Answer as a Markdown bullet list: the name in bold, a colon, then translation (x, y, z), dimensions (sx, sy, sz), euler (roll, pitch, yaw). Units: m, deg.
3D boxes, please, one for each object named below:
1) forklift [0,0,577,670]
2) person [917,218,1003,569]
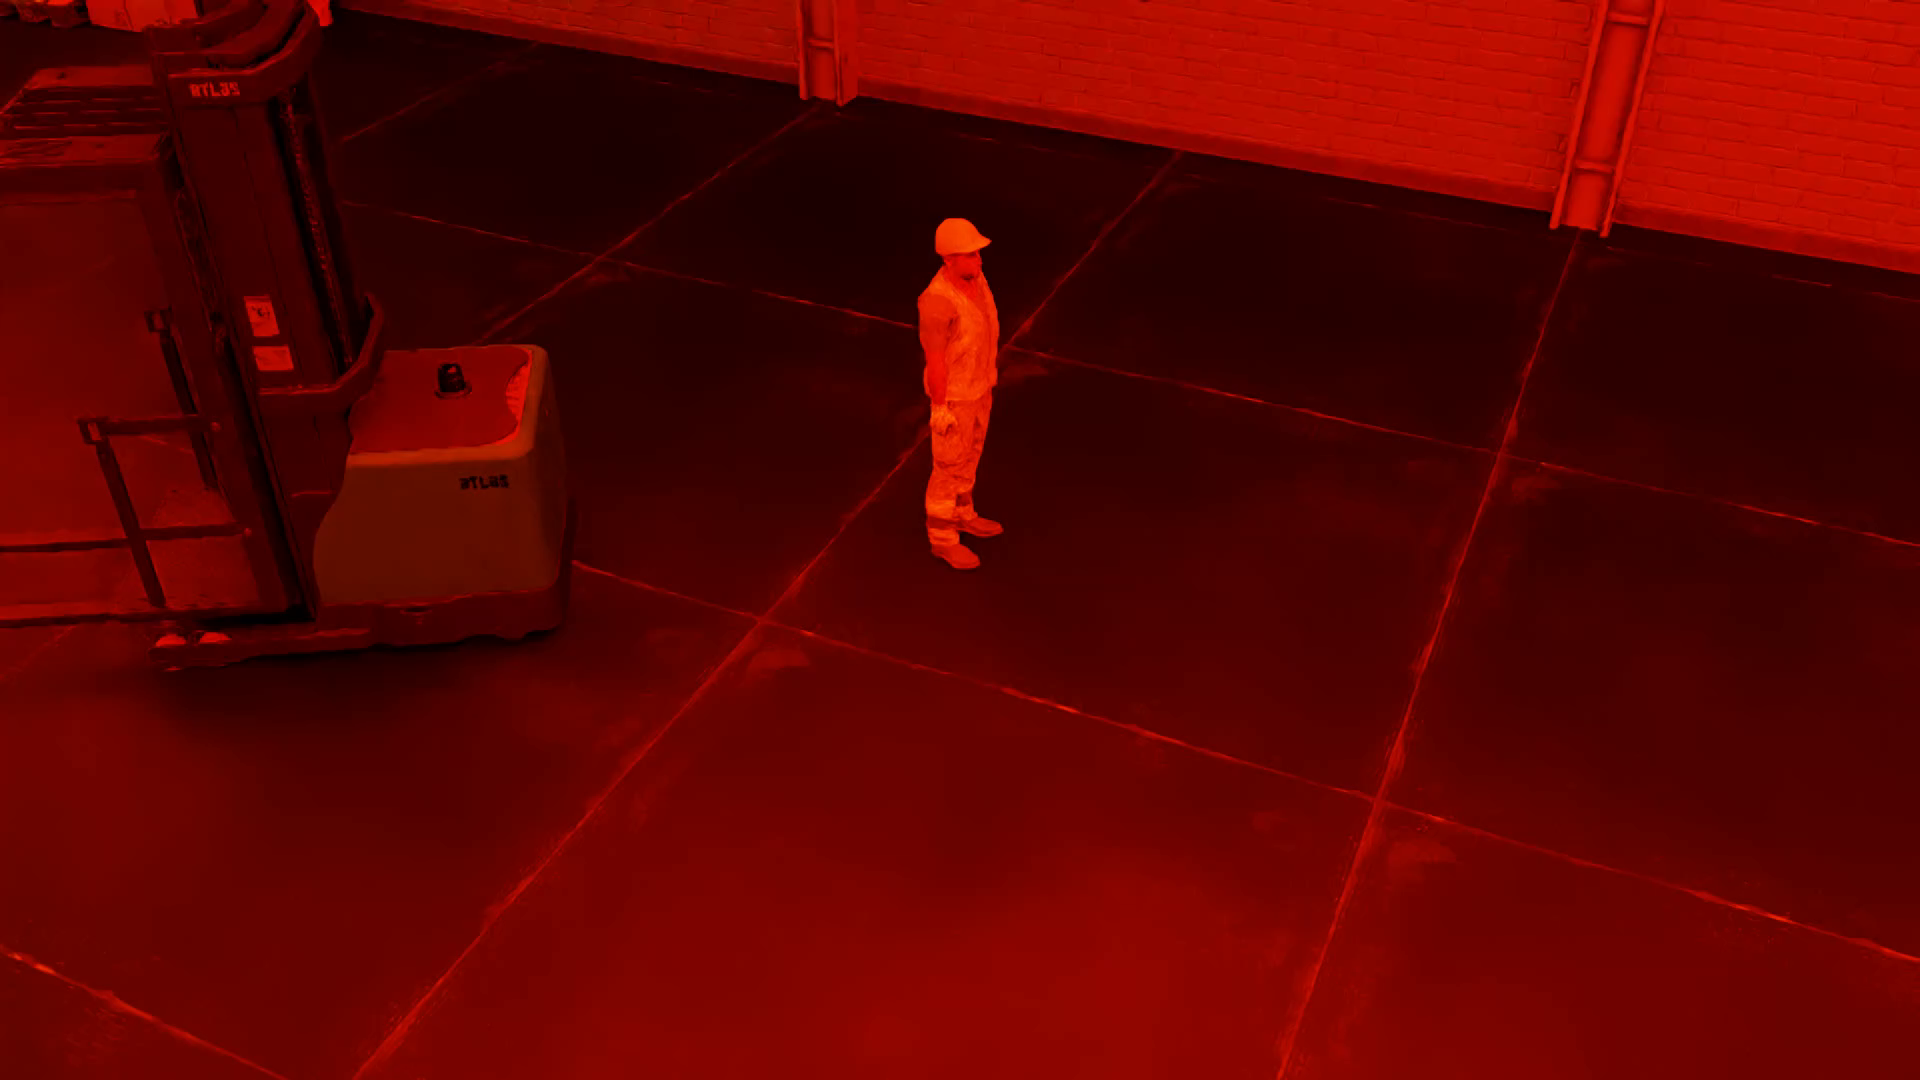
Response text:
- **forklift**: translation (-3.448, -0.911, 7.364), dimensions (3.031, 2.935, 1.130), euler (-4, 36, -5)
- **person**: translation (0.020, -0.725, 8.084), dimensions (0.349, 1.795, 0.540), euler (15, 38, 20)
